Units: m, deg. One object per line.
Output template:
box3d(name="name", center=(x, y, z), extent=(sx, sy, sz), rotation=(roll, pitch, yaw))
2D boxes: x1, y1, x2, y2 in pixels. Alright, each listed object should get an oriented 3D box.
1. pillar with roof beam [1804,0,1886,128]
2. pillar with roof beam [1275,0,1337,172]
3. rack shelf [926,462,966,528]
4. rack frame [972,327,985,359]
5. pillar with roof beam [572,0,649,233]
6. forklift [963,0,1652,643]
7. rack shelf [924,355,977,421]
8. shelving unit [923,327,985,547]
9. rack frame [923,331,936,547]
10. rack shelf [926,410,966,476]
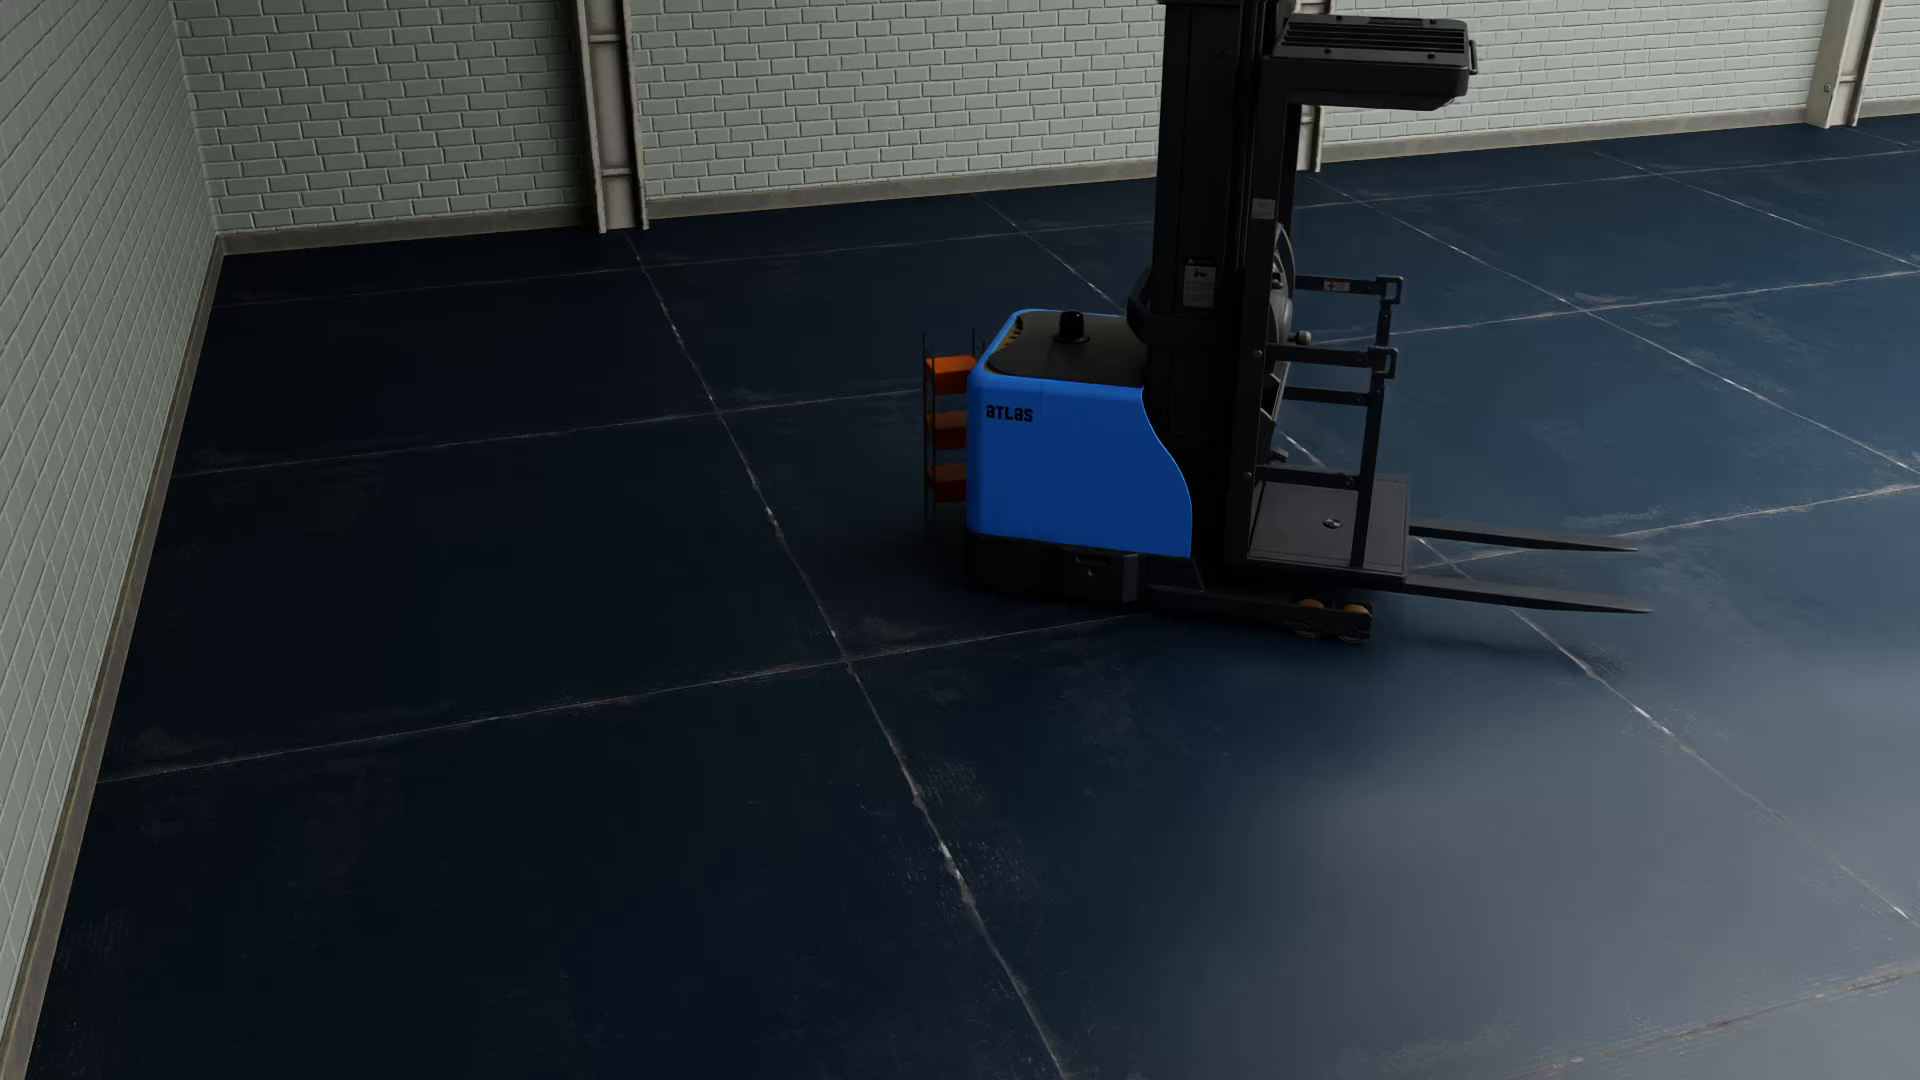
box3d(name="pillar with roof beam", center=(10.033, -6.378, 10.977), extent=(0.400, 9.000, 9.100), rotation=(-8, 28, -16))
box3d(name="pillar with roof beam", center=(4.328, -5.551, 9.312), extent=(0.400, 9.000, 9.100), rotation=(-8, 28, -16))
box3d(name="rack shelf", center=(-0.030, -0.233, 8.187), extent=(0.240, 0.259, 0.215), rotation=(-7, 27, -13))
box3d(name="rack frame", center=(0.088, -0.505, 8.087), extent=(0.008, 1.050, 0.200), rotation=(-7, 27, -13))
box3d(name="pillar with roof beam", center=(-1.377, -4.725, 7.648), extent=(0.400, 9.000, 9.100), rotation=(-8, 28, -16))
box3d(name="forklift", center=(1.590, -1.121, 7.212), extent=(3.031, 2.935, 1.130), rotation=(7, 27, 13))
box3d(name="rack shelf", center=(-0.030, -0.736, 7.937), extent=(0.240, 0.259, 0.215), rotation=(-7, 27, -13))
box3d(name="shelving unit", center=(-0.030, -0.491, 8.059), extent=(0.252, 1.050, 0.215), rotation=(-7, 27, -13))
box3d(name="rack frame", center=(-0.148, -0.477, 8.031), extent=(0.008, 1.050, 0.200), rotation=(-7, 27, -13))
box3d(name="rack shelf", center=(-0.030, -0.482, 8.064), extent=(0.240, 0.259, 0.215), rotation=(-7, 27, -13))
